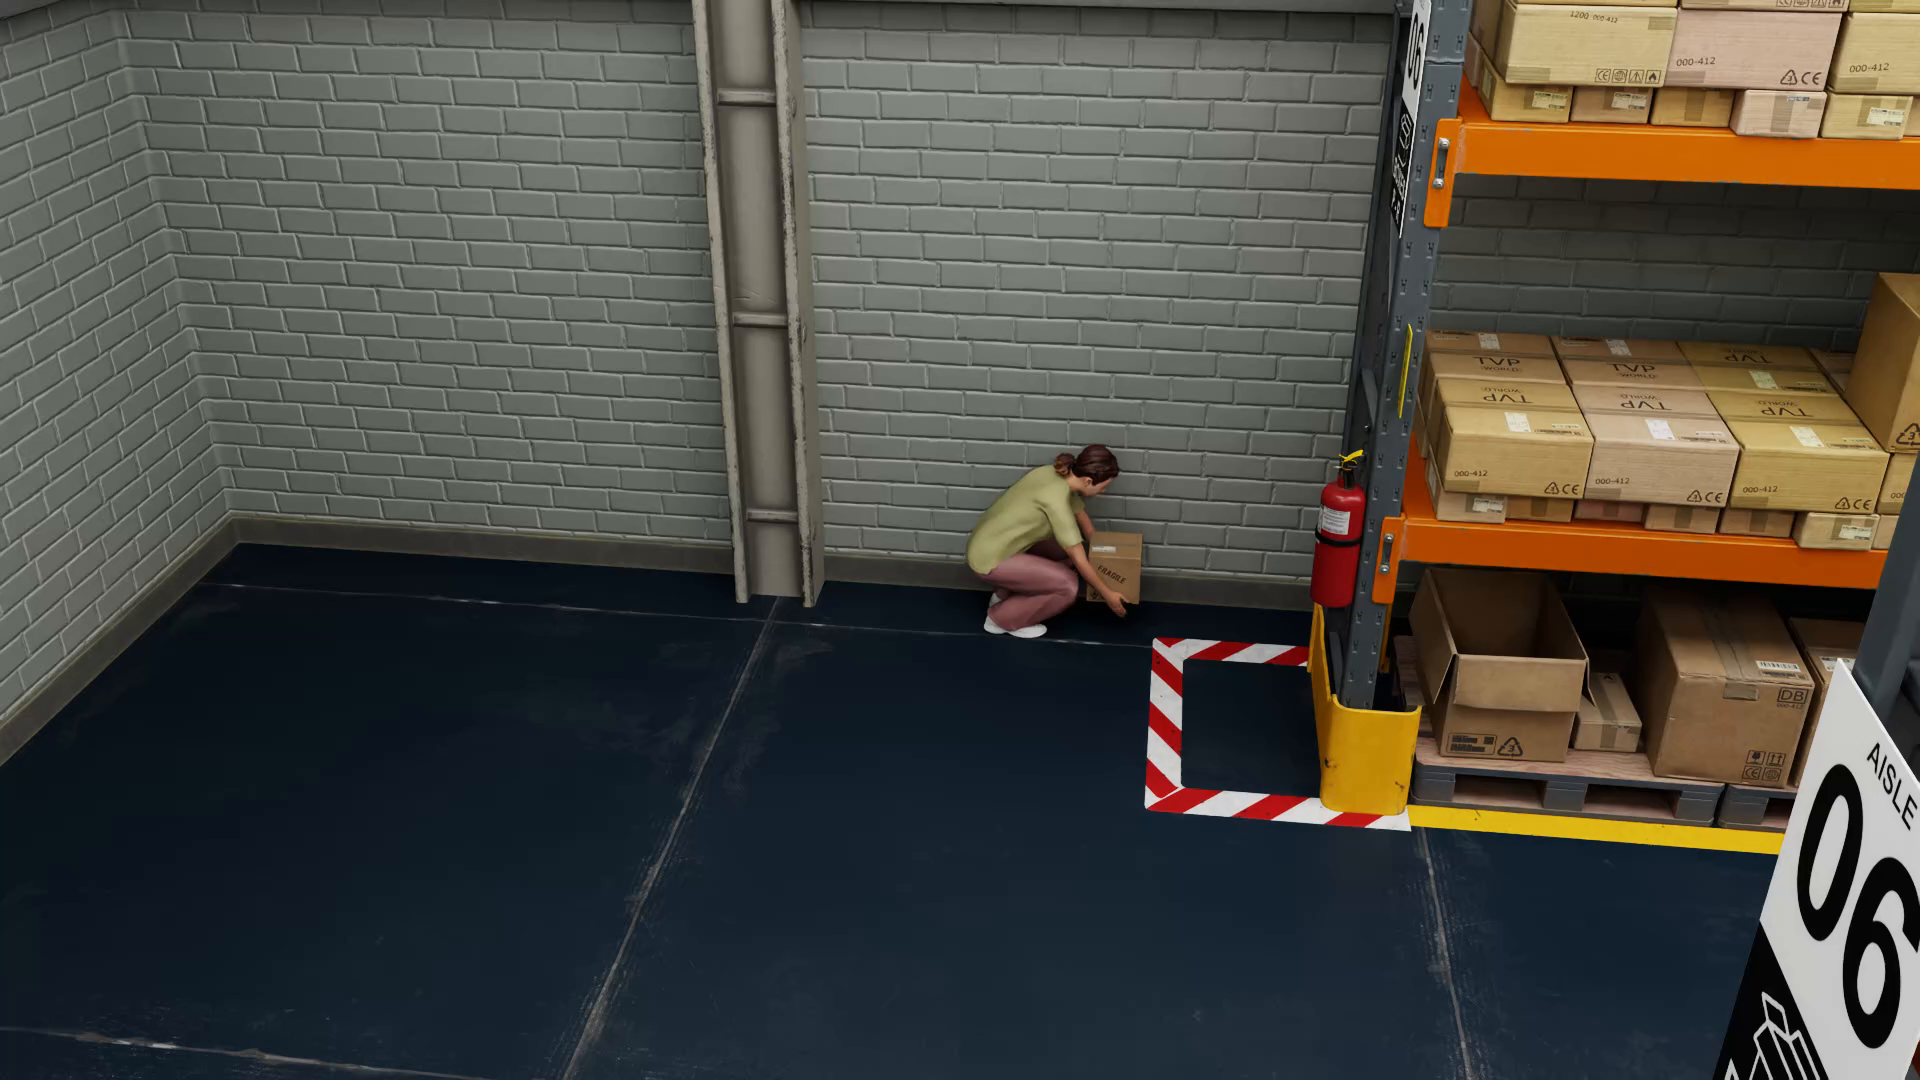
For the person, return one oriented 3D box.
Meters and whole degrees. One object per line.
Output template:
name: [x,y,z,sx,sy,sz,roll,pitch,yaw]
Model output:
person: [0.429,-0.010,7.929,0.802,0.937,0.474,3,29,6]
